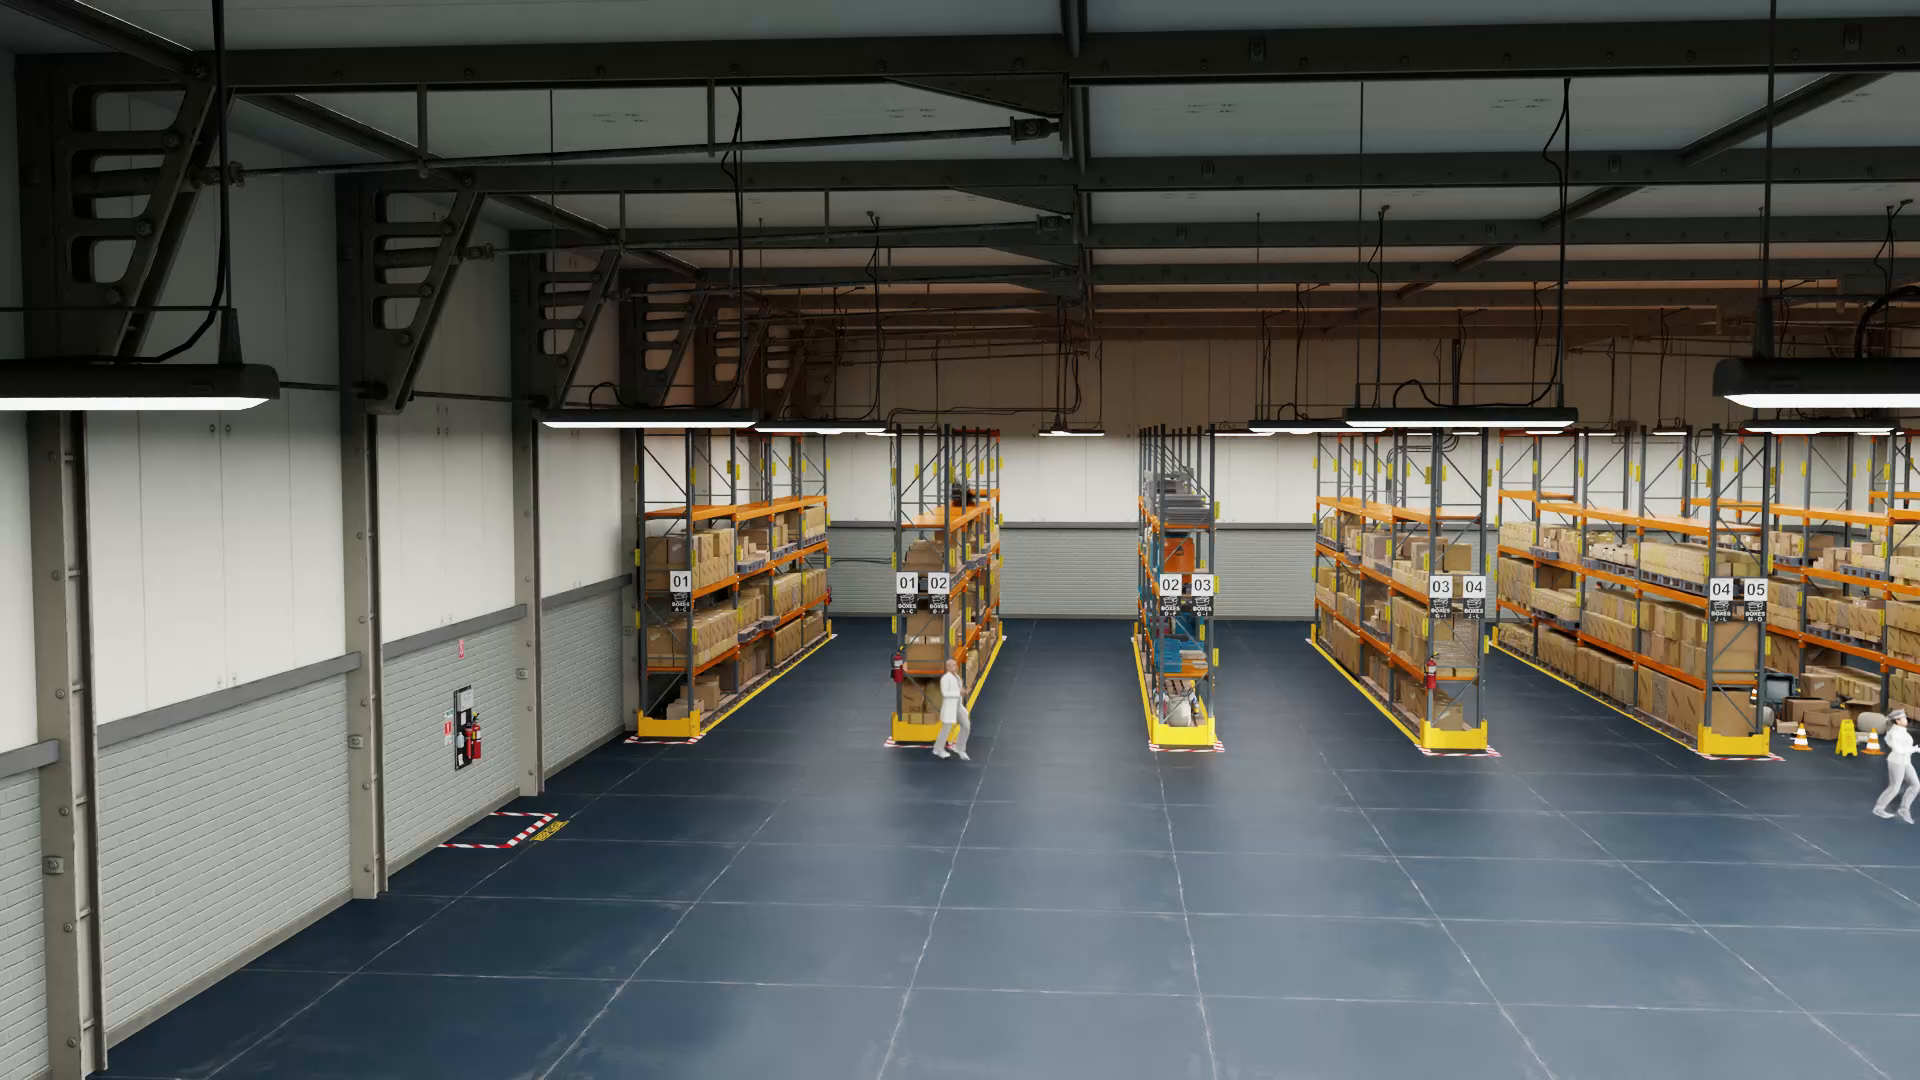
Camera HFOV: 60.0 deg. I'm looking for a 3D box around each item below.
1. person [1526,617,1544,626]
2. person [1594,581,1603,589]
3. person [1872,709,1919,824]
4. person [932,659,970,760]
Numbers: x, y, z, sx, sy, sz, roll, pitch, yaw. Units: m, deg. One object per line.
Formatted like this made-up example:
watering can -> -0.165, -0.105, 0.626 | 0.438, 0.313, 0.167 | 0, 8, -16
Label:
person -> 16.291, 2.001, 47.284 | 0.774, 1.692, 0.746 | -2, 4, -32
person -> 18.179, 2.021, 47.180 | 0.877, 1.697, 0.573 | 0, 4, 8
person -> 14.027, 3.372, 24.804 | 0.683, 1.730, 0.592 | 3, 5, 42
person -> -0.132, 3.035, 29.661 | 0.794, 1.830, 0.713 | 2, 4, 33
